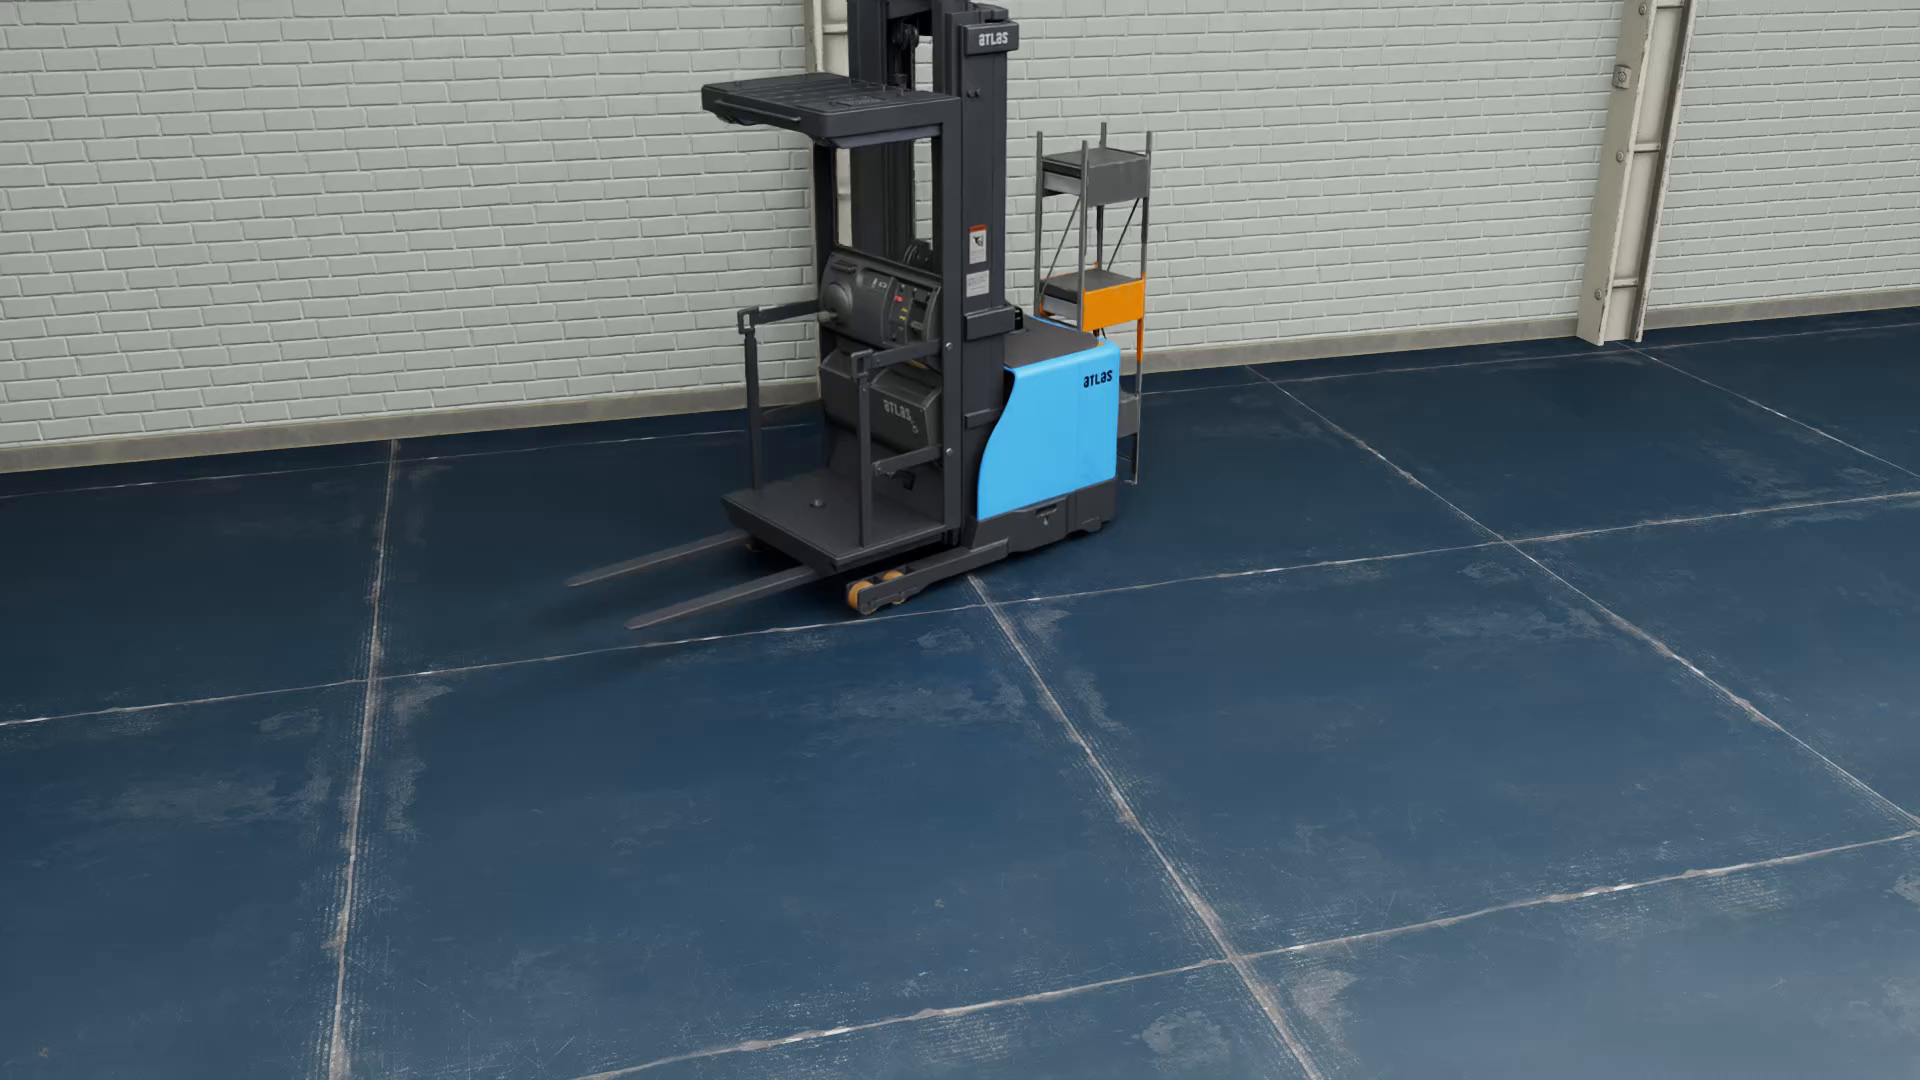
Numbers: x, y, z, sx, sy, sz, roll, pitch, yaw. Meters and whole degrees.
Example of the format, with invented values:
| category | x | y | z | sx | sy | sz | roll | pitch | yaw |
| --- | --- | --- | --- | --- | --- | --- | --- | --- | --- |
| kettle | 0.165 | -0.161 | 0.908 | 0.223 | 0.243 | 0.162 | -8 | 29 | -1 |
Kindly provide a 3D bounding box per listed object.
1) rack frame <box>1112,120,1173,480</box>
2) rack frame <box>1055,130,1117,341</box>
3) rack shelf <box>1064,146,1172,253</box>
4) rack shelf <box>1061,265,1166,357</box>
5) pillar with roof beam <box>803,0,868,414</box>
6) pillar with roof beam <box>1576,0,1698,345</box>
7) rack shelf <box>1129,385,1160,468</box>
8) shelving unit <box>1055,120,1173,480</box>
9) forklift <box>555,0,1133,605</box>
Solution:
| category | x | y | z | sx | sy | sz | roll | pitch | yaw |
| --- | --- | --- | --- | --- | --- | --- | --- | --- | --- |
| rack frame | 1.043 | -1.387 | 9.818 | 0.400 | 2.100 | 0.015 | 21 | 31 | 40 |
| rack frame | 0.700 | -1.250 | 9.499 | 0.400 | 2.100 | 0.015 | 21 | 31 | 40 |
| rack shelf | 0.872 | -1.949 | 9.387 | 0.431 | 0.518 | 0.480 | 21 | 31 | 40 |
| rack shelf | 0.871 | -1.306 | 9.664 | 0.431 | 0.518 | 0.480 | 21 | 31 | 40 |
| pillar with roof beam | 0.410 | -3.429 | 5.829 | 0.400 | 9.000 | 9.100 | -6 | 24 | -14 |
| pillar with roof beam | 6.187 | -4.068 | 7.318 | 0.400 | 9.000 | 9.100 | -6 | 24 | -14 |
| rack shelf | 0.870 | -0.663 | 9.941 | 0.431 | 0.518 | 0.480 | 21 | 31 | 40 |
| shelving unit | 0.871 | -1.319 | 9.659 | 0.431 | 2.100 | 0.503 | 21 | 31 | 40 |
| forklift | -0.598 | -1.255 | 8.457 | 3.031 | 2.935 | 1.130 | -12 | 26 | -27 |
